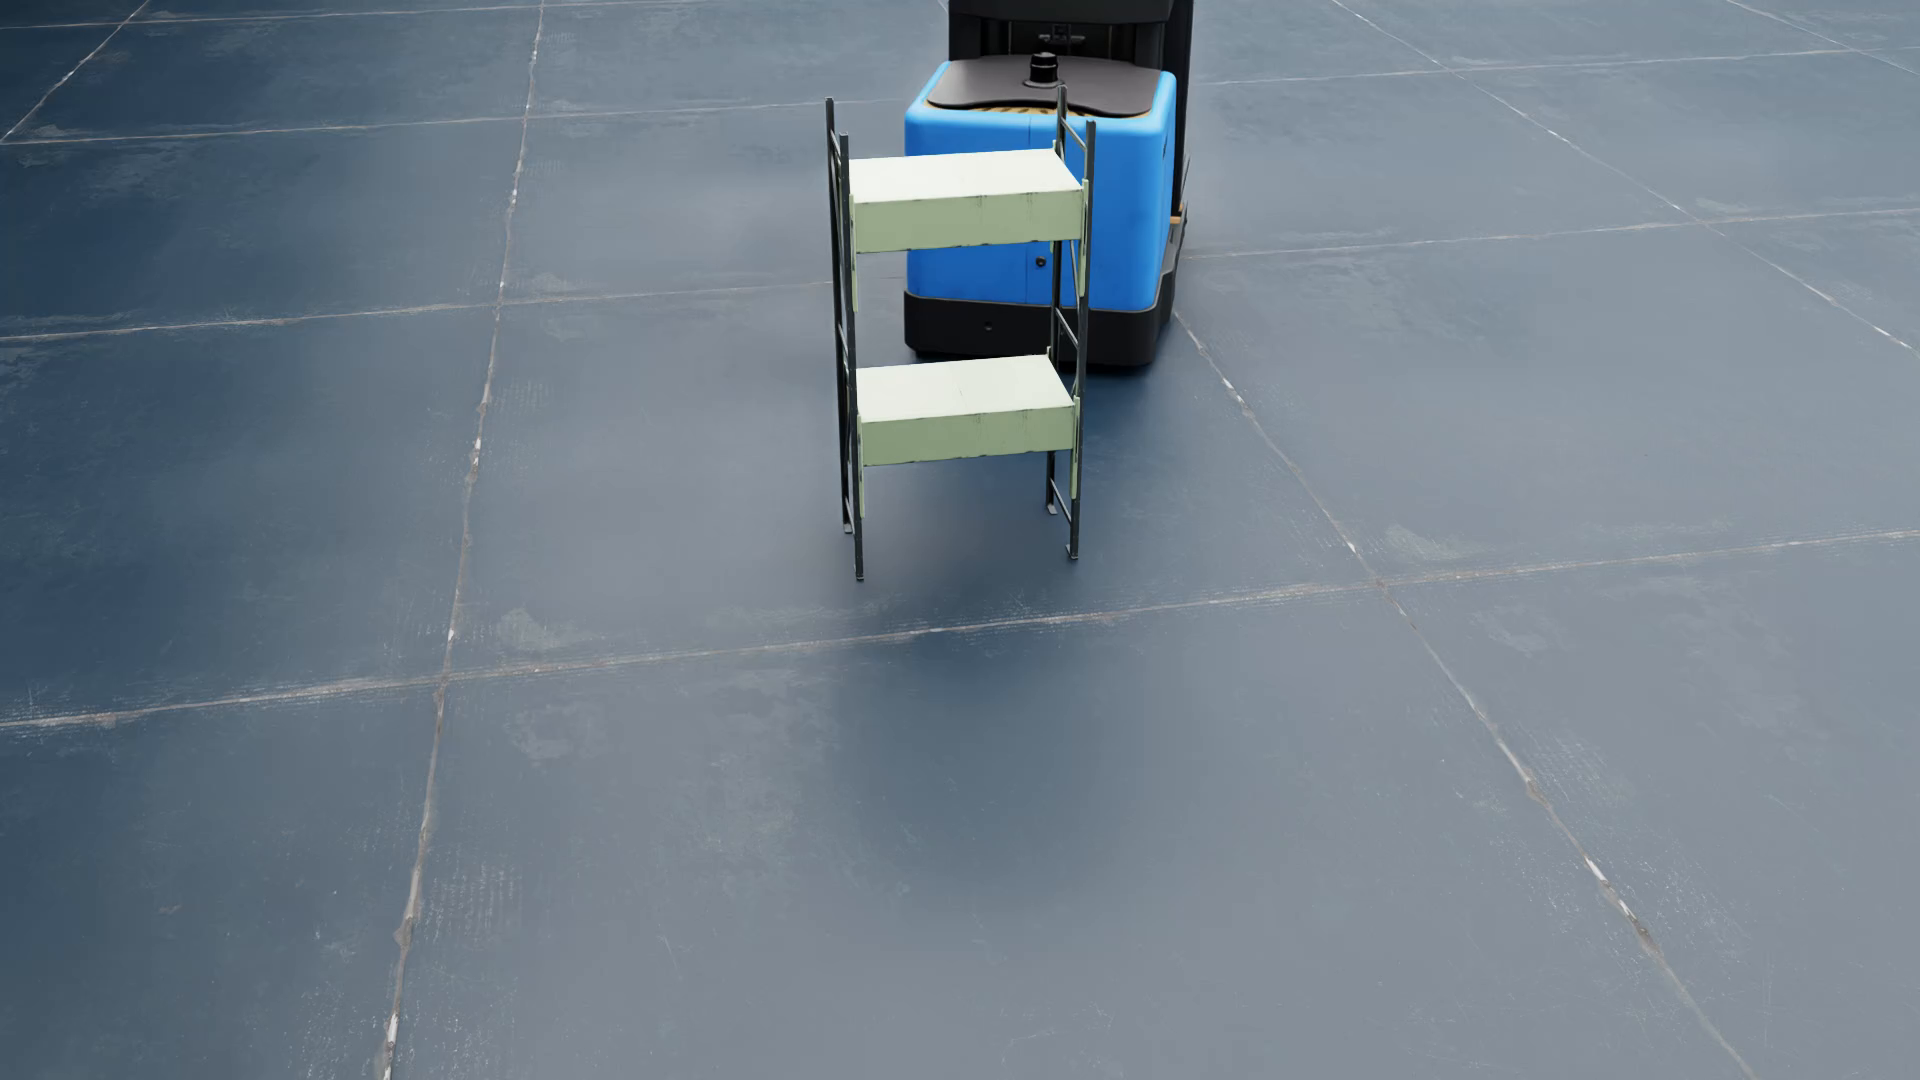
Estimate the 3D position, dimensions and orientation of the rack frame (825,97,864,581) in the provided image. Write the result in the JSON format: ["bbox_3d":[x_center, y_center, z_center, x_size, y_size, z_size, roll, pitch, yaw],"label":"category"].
[{"bbox_3d":[-0.367,-0.612,5.312,0.023,1.500,0.400,-5,31,-9],"label":"rack frame"}]

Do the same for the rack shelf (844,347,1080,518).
[{"bbox_3d":[-0.007,-0.365,5.534,0.720,0.370,0.431,-5,31,-9],"label":"rack shelf"}]

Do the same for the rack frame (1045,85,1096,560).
[{"bbox_3d":[0.353,-0.679,5.426,0.023,1.500,0.400,-5,31,-9],"label":"rack frame"}]

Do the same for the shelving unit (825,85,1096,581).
[{"bbox_3d":[-0.007,-0.646,5.369,0.755,1.500,0.431,-5,31,-9],"label":"shelving unit"}]

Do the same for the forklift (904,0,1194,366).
[{"bbox_3d":[0.535,-2.707,7.462,1.130,2.935,3.031,5,31,9],"label":"forklift"}]

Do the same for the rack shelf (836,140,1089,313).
[{"bbox_3d":[-0.007,-0.982,5.171,0.720,0.370,0.431,-5,31,-9],"label":"rack shelf"}]
